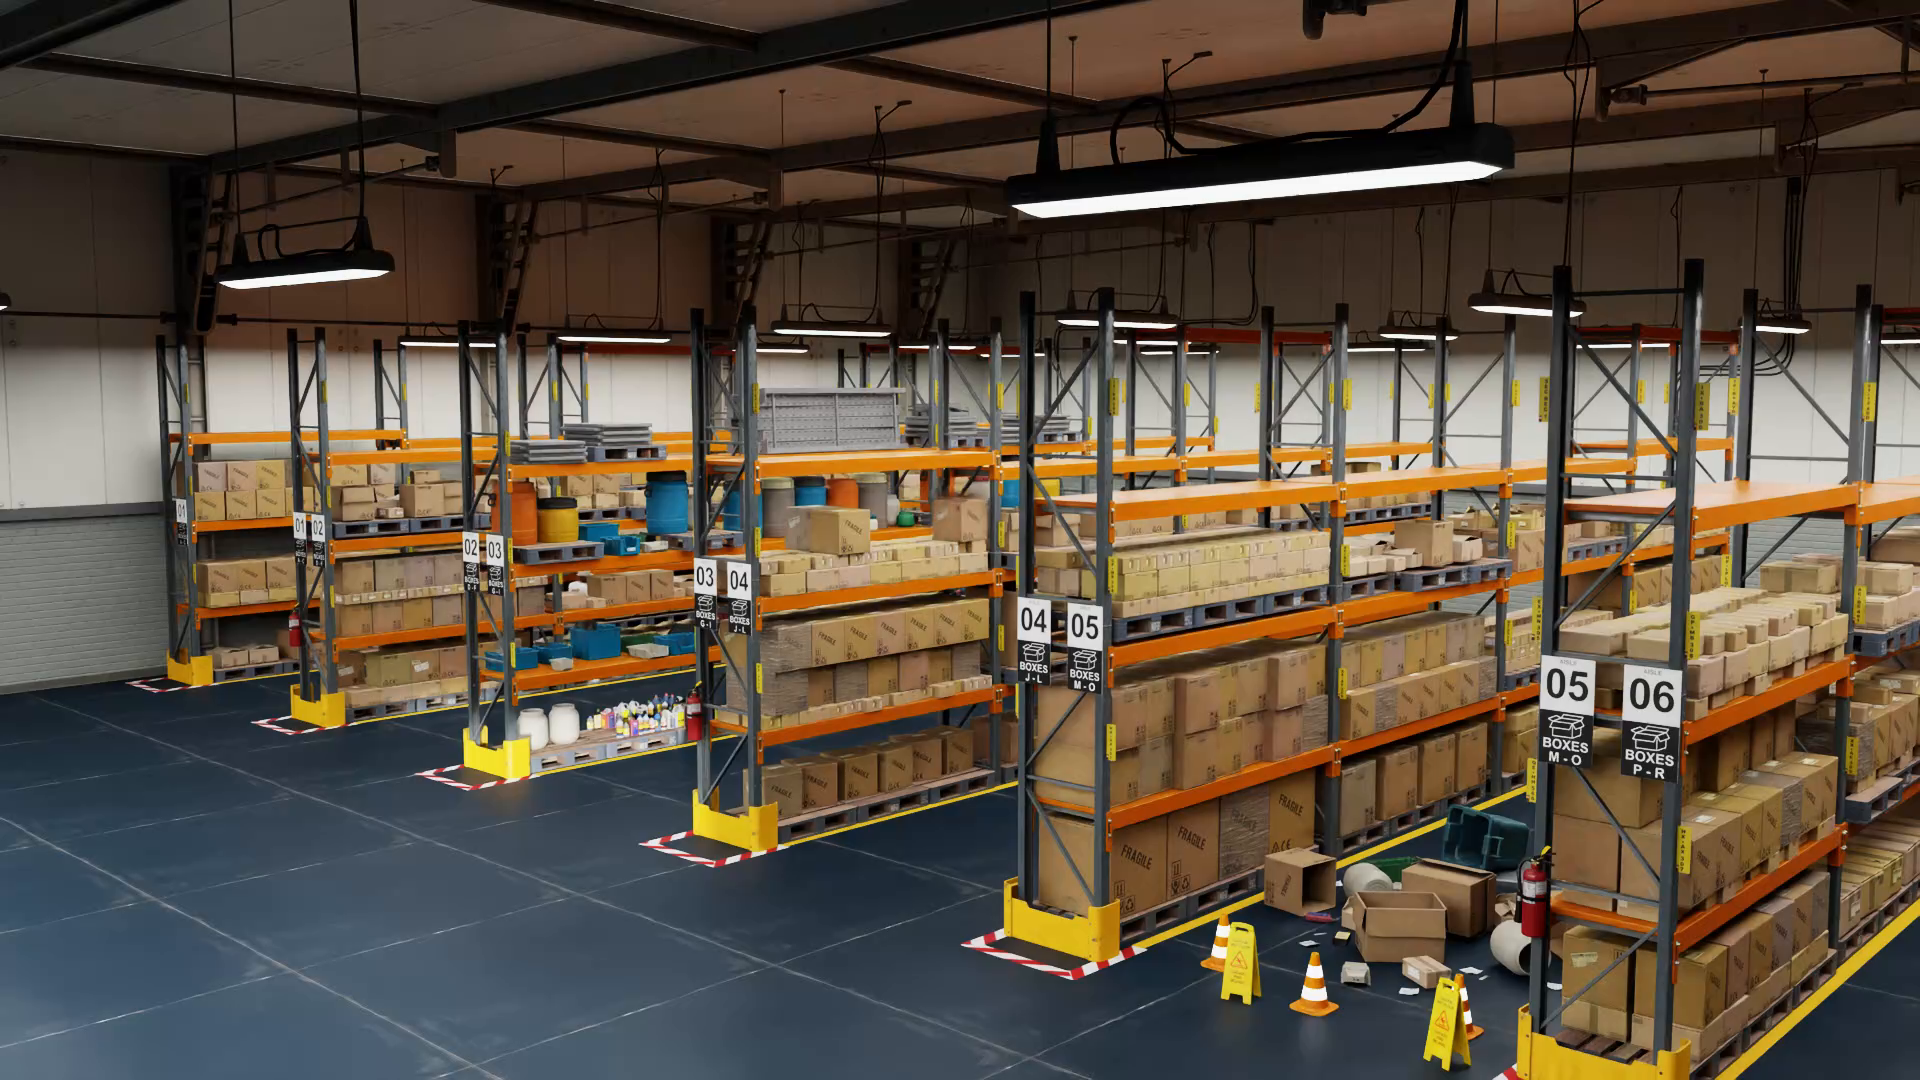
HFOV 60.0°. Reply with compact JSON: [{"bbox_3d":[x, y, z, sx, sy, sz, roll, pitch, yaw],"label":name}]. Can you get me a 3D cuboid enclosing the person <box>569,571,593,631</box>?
[{"bbox_3d":[-7.041,1.389,30.755,0.478,1.761,0.611,-5,7,-43],"label":"person"}]
